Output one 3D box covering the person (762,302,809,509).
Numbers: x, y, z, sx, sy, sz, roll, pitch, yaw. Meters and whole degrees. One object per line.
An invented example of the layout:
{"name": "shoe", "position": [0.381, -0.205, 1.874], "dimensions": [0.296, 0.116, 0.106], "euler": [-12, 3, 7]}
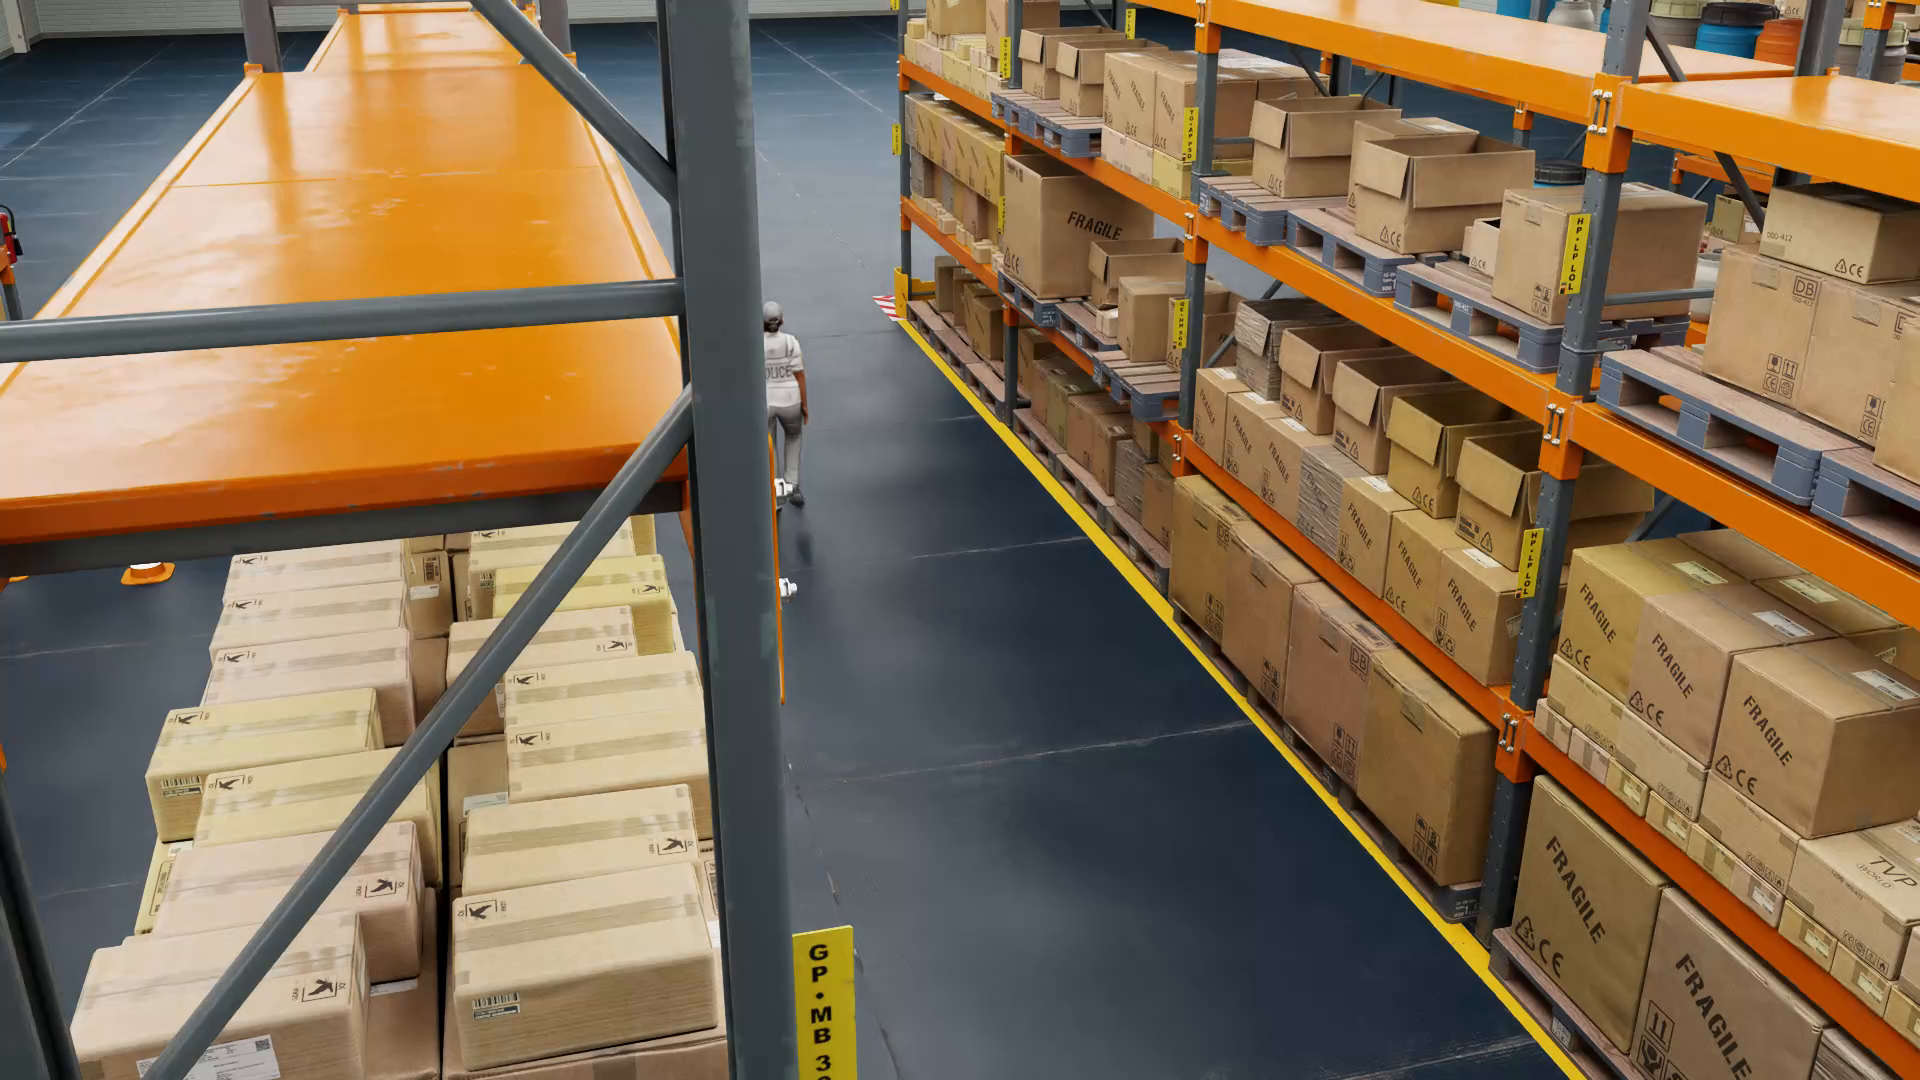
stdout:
{"name": "person", "position": [-1.462, -1.042, 13.111], "dimensions": [0.512, 1.730, 0.496], "euler": [-4, 23, -10]}
